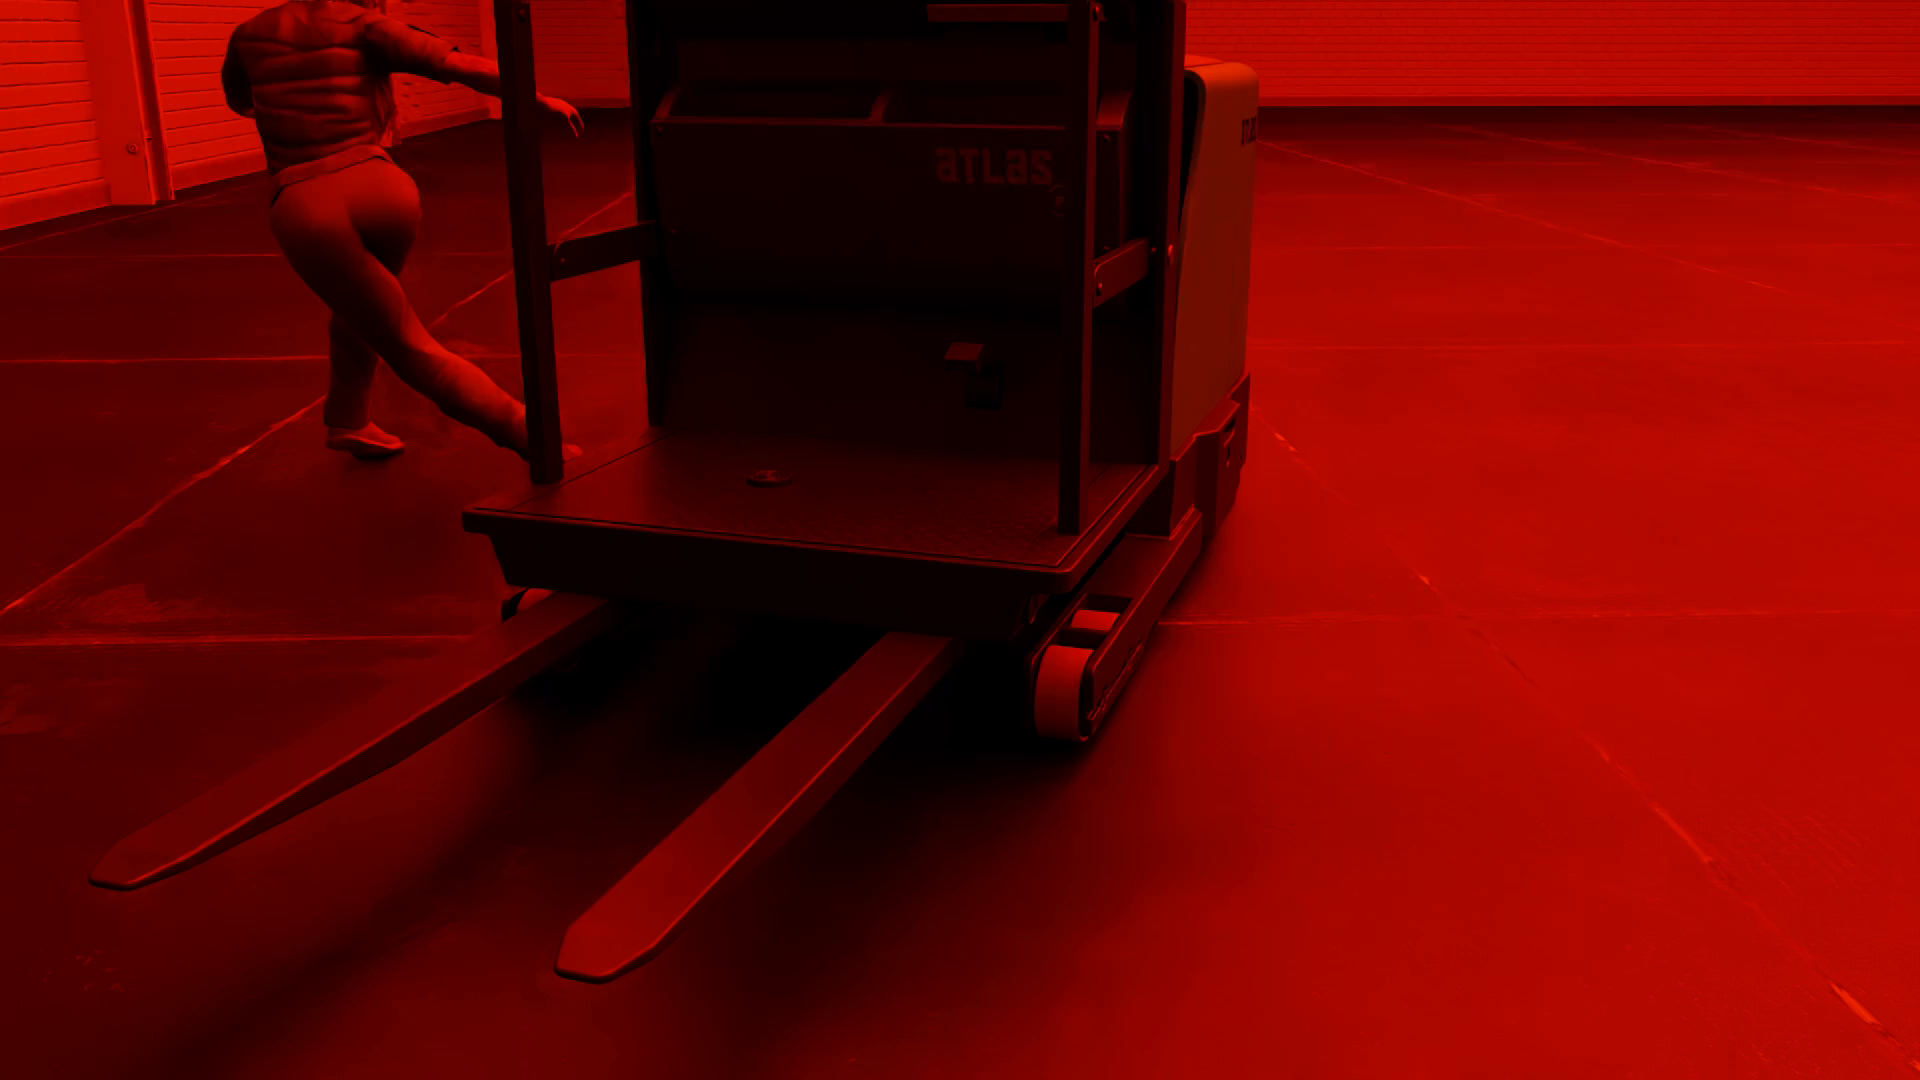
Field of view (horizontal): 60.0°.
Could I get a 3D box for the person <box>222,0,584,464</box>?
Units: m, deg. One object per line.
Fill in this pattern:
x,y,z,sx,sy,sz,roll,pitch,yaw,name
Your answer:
-1.428,-0.868,4.358,0.886,1.438,0.987,-6,18,-18,person

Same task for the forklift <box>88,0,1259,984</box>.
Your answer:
-0.201,-1.191,2.802,1.130,2.935,3.031,6,18,18,forklift
